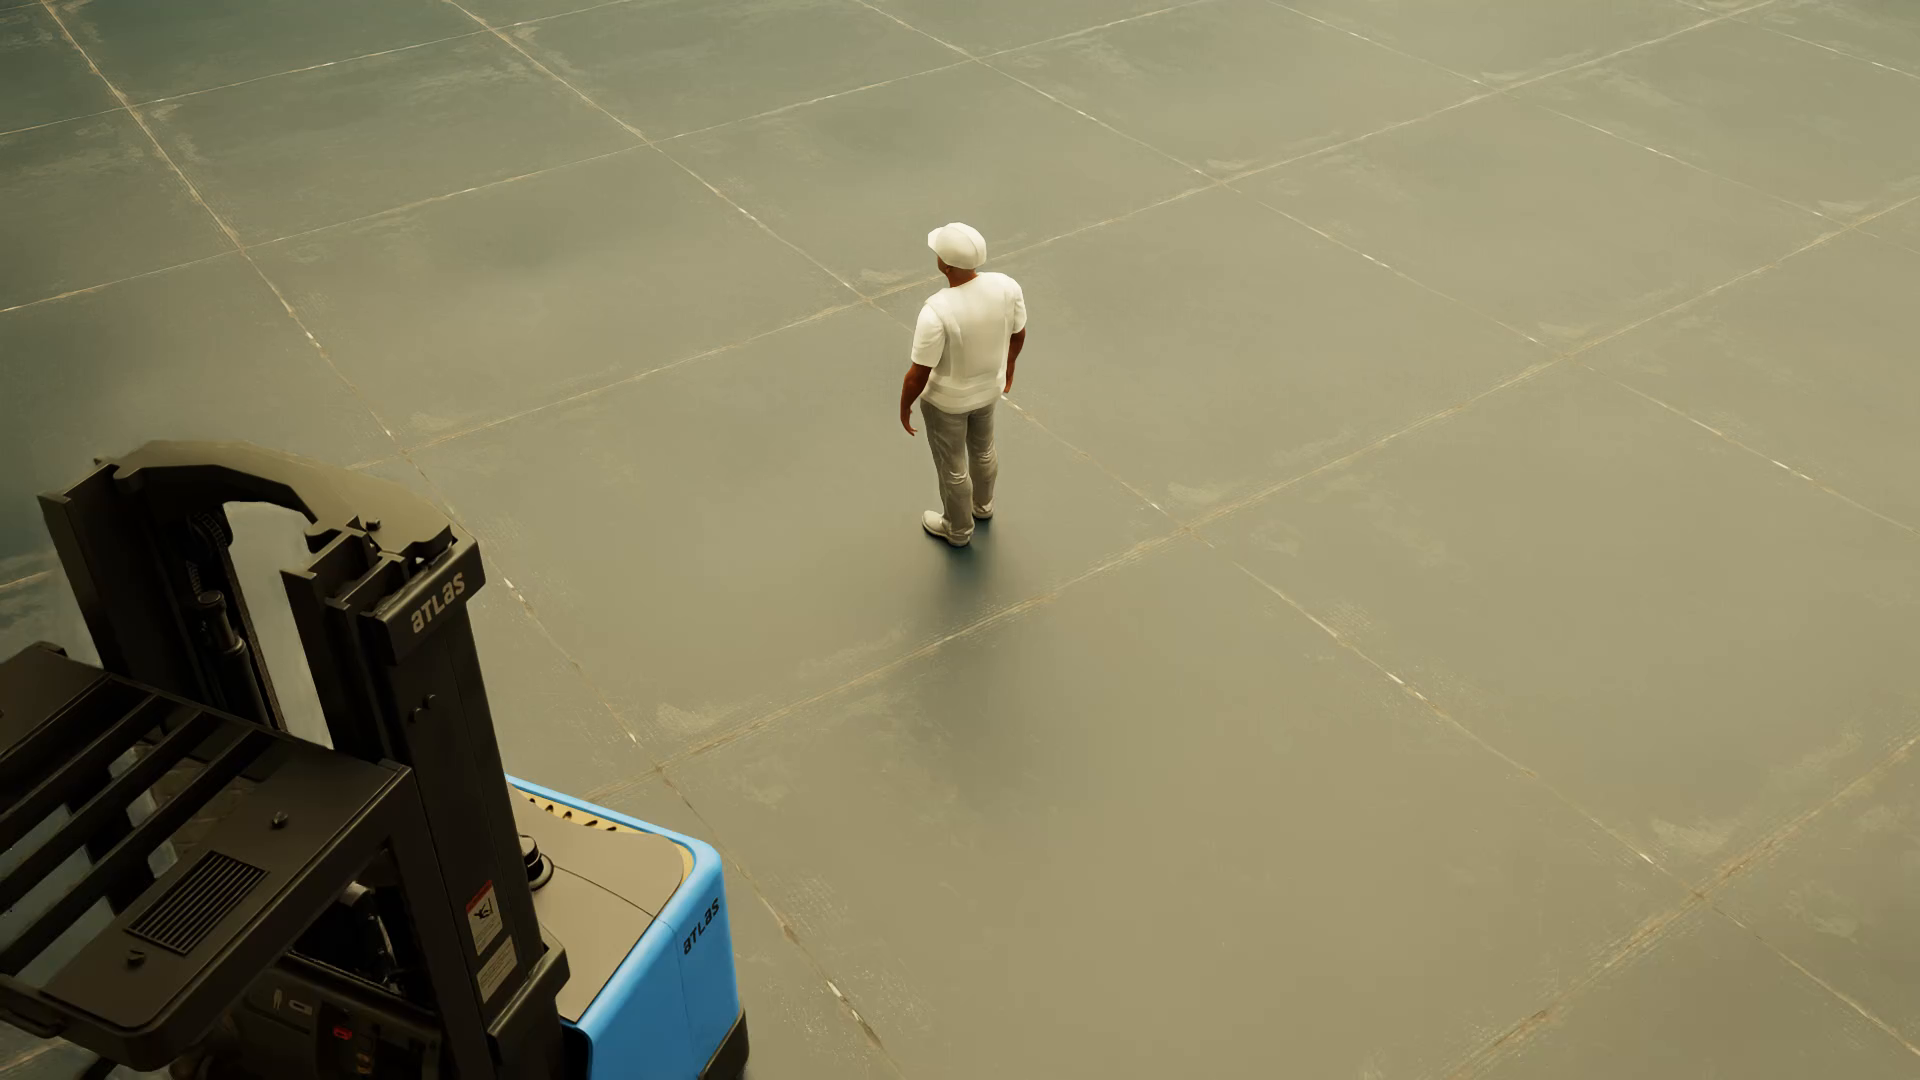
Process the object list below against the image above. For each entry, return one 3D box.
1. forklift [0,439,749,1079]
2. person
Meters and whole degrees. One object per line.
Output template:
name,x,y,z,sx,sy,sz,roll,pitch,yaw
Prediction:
forklift,-1.793,1.352,4.117,1.130,2.935,3.031,14,39,19
person,-0.037,-0.751,7.929,0.666,1.768,0.575,-23,42,-28
